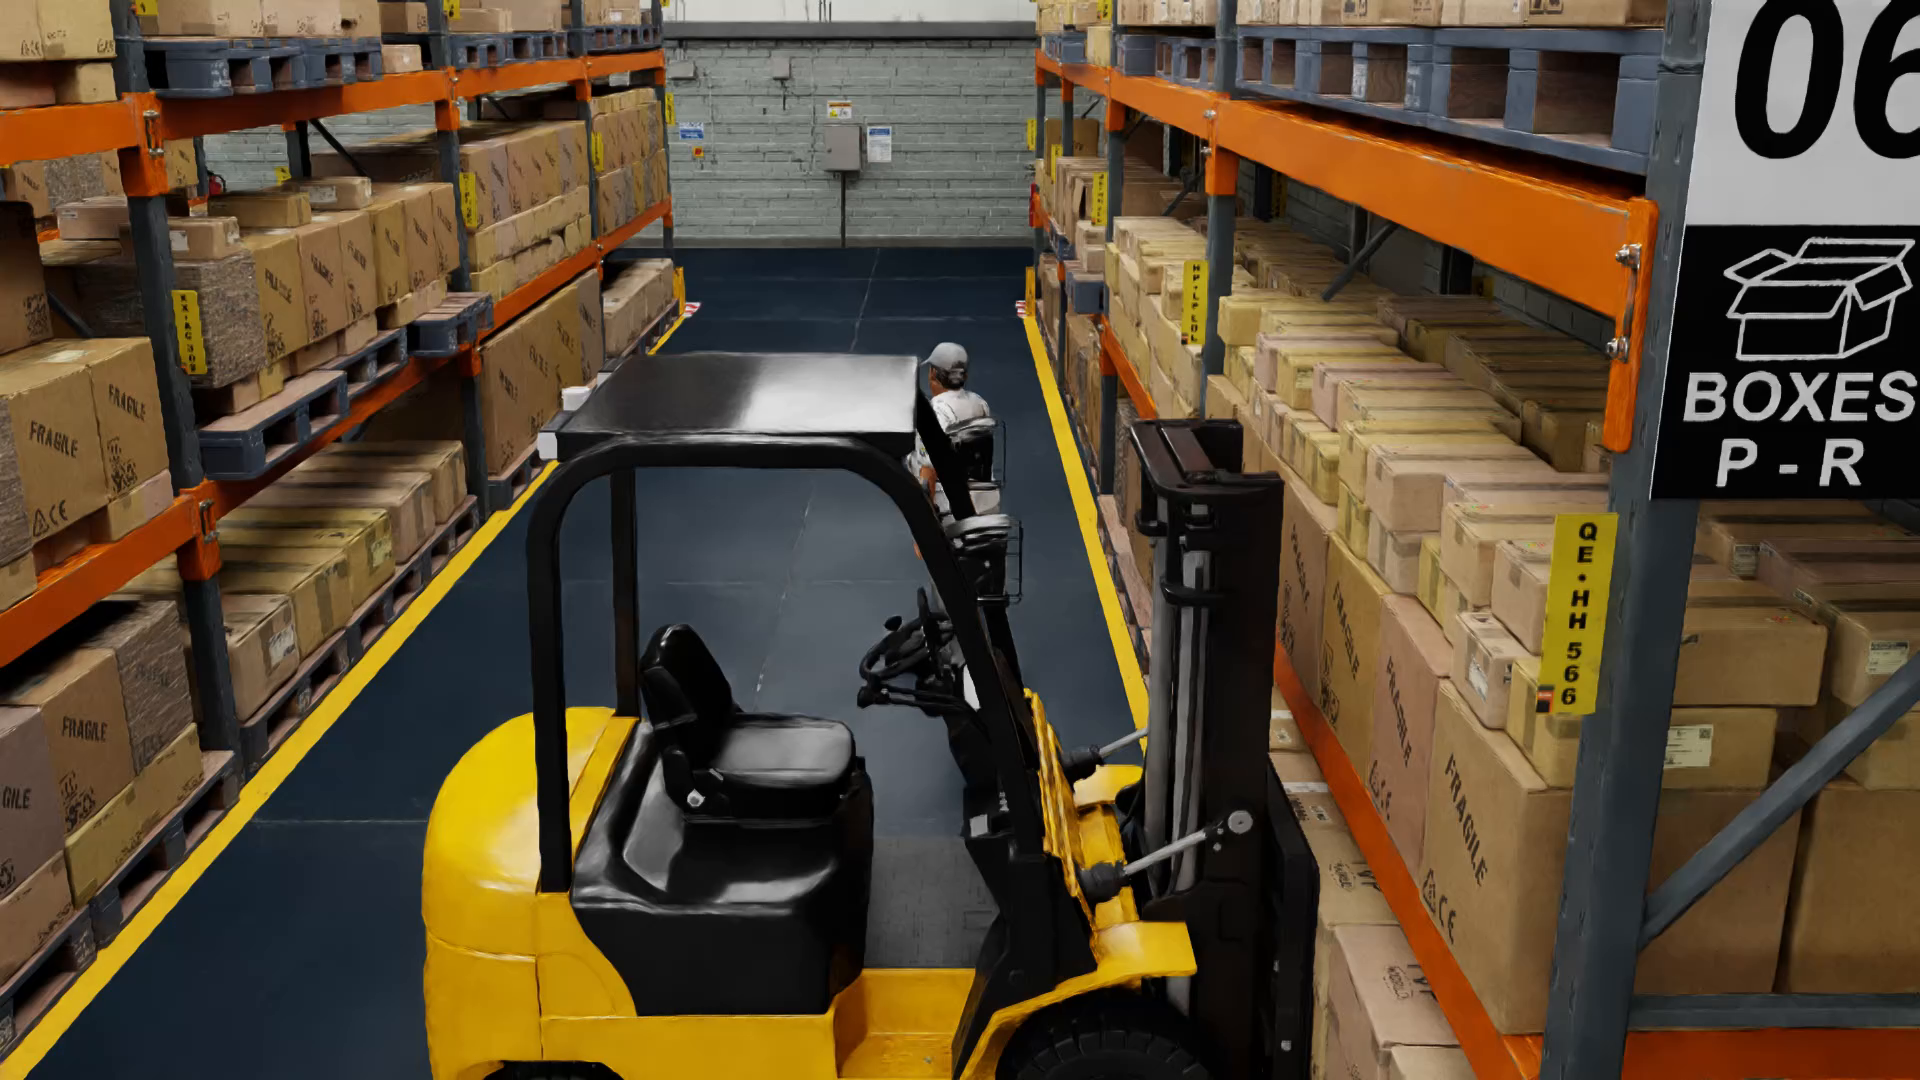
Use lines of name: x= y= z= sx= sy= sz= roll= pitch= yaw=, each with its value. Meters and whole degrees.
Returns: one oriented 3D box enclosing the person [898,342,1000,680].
person: x=-0.073 y=-0.109 z=7.827 sx=0.547 sy=1.661 sz=0.583 roll=8 pitch=19 yaw=24
